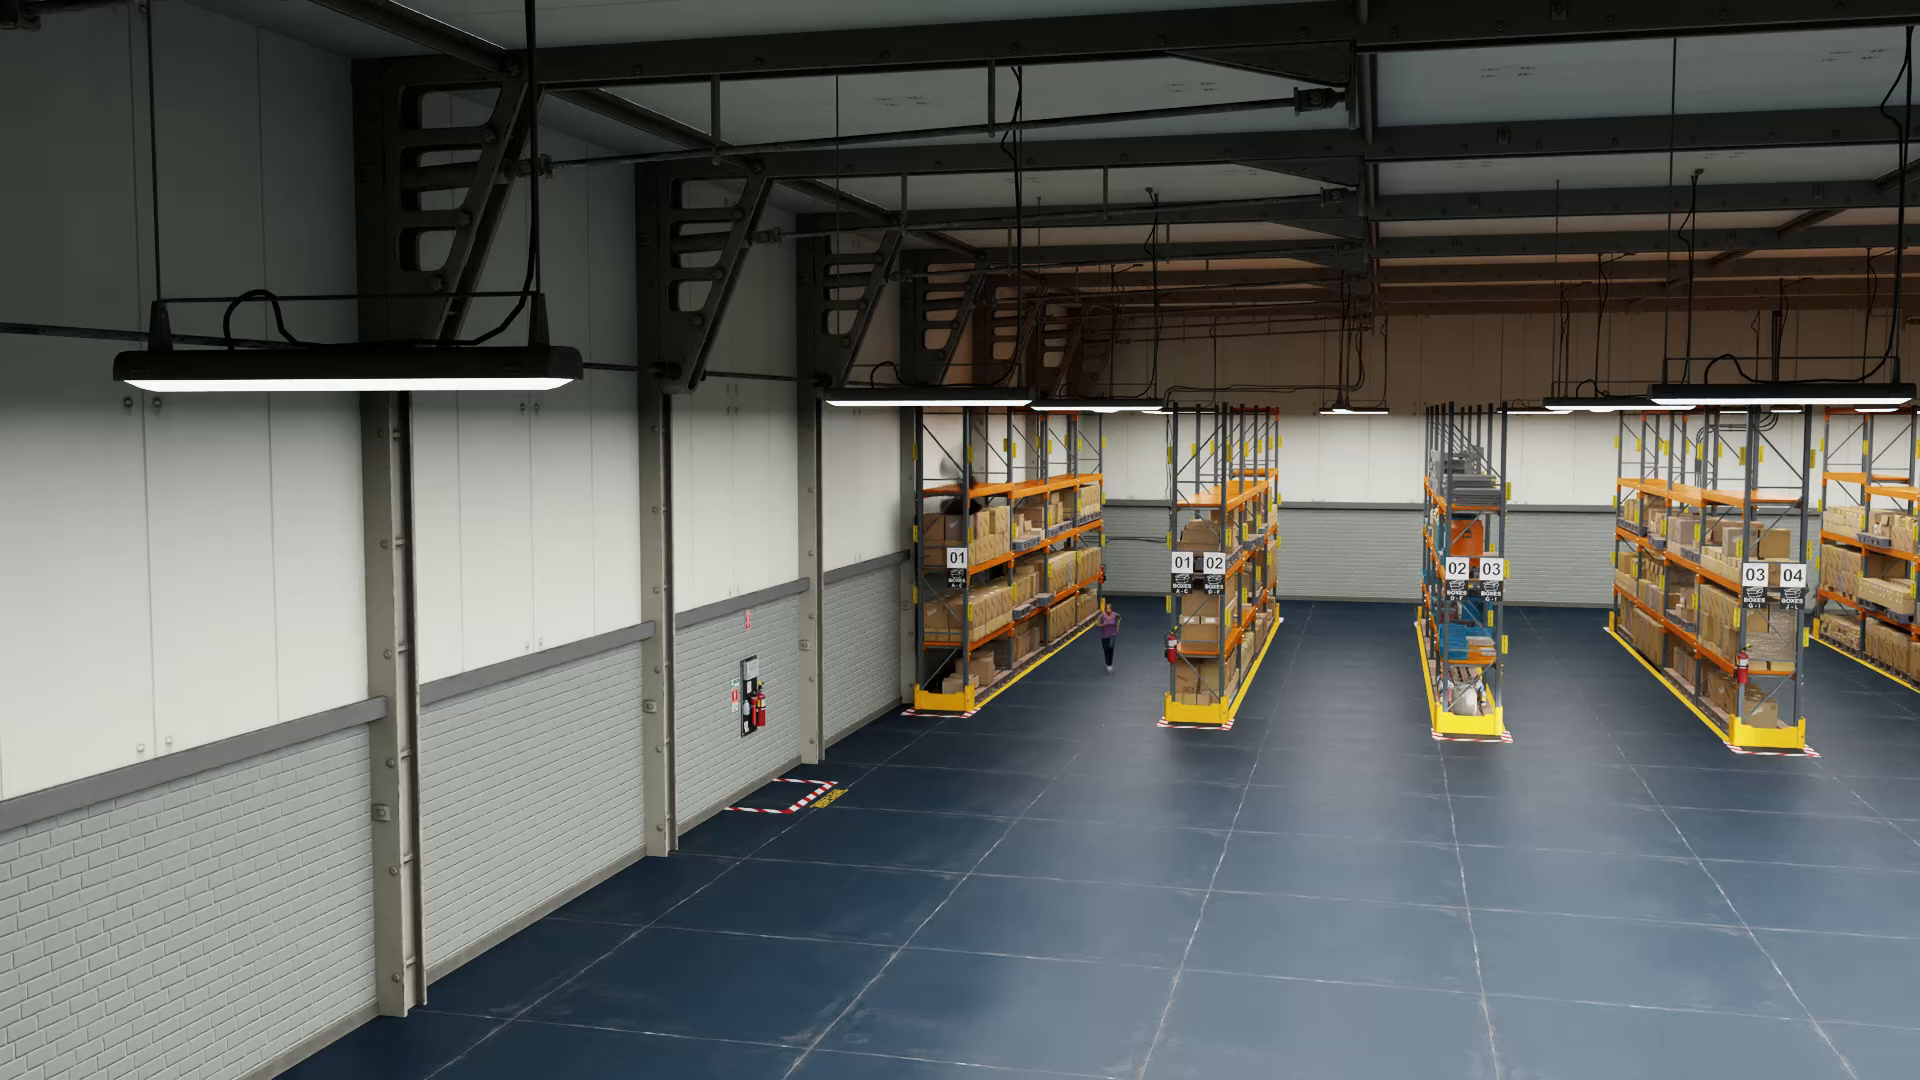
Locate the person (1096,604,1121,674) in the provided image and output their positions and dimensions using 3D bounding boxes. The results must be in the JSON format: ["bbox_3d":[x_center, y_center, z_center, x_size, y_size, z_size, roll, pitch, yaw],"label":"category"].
[{"bbox_3d":[3.328,2.186,37.273,0.532,1.579,0.869,1,4,9],"label":"person"}]

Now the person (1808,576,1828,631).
[{"bbox_3d":[22.894,1.635,44.160,0.832,1.625,0.644,1,4,13],"label":"person"}]

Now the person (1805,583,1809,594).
[{"bbox_3d":[22.119,1.664,44.116,0.840,1.696,0.753,-2,5,-27],"label":"person"}]
